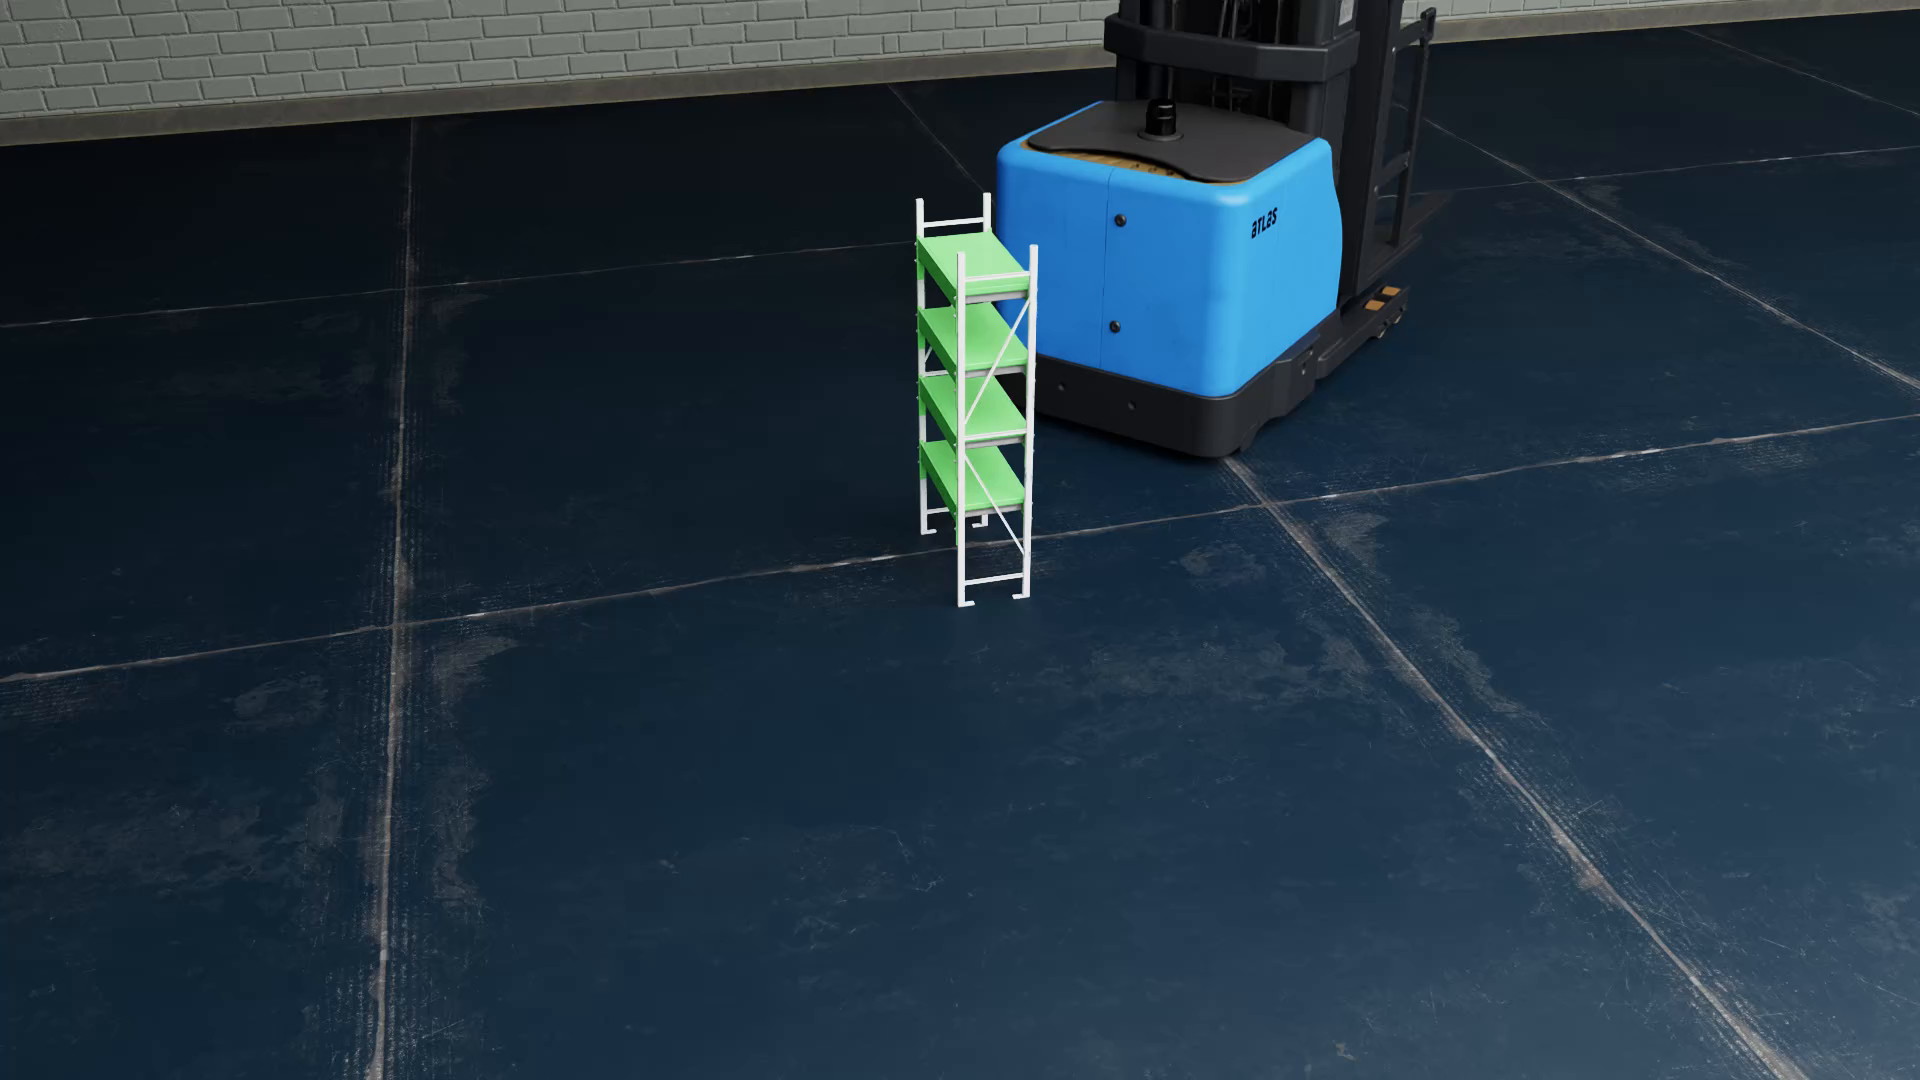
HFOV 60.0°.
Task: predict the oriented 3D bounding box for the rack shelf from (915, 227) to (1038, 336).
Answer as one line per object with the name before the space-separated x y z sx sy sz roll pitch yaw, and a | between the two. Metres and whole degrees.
rack shelf | 0.044 -0.799 5.103 0.258 0.148 0.480 -8 31 -13

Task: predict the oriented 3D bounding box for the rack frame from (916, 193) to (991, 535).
rack frame | -0.021 -0.557 5.515 0.240 1.200 0.015 -8 31 -13

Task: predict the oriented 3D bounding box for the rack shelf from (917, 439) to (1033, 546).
rack shelf | 0.044 -0.176 5.464 0.258 0.148 0.480 -8 31 -13

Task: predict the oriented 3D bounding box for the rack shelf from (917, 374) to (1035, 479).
rack shelf | 0.044 -0.384 5.343 0.258 0.148 0.480 -8 31 -13

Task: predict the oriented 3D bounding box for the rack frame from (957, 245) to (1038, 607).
rack frame | 0.109 -0.321 5.108 0.240 1.200 0.015 -8 31 -13

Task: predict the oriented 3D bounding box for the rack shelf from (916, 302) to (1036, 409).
rack shelf | 0.044 -0.592 5.223 0.258 0.148 0.480 -8 31 -13

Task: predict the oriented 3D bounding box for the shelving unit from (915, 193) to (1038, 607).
shelving unit | 0.044 -0.439 5.311 0.258 1.200 0.503 -8 31 -13

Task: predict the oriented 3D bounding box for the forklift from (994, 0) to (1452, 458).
forklift | 1.347 -2.267 6.741 1.130 2.935 3.031 18 35 28
